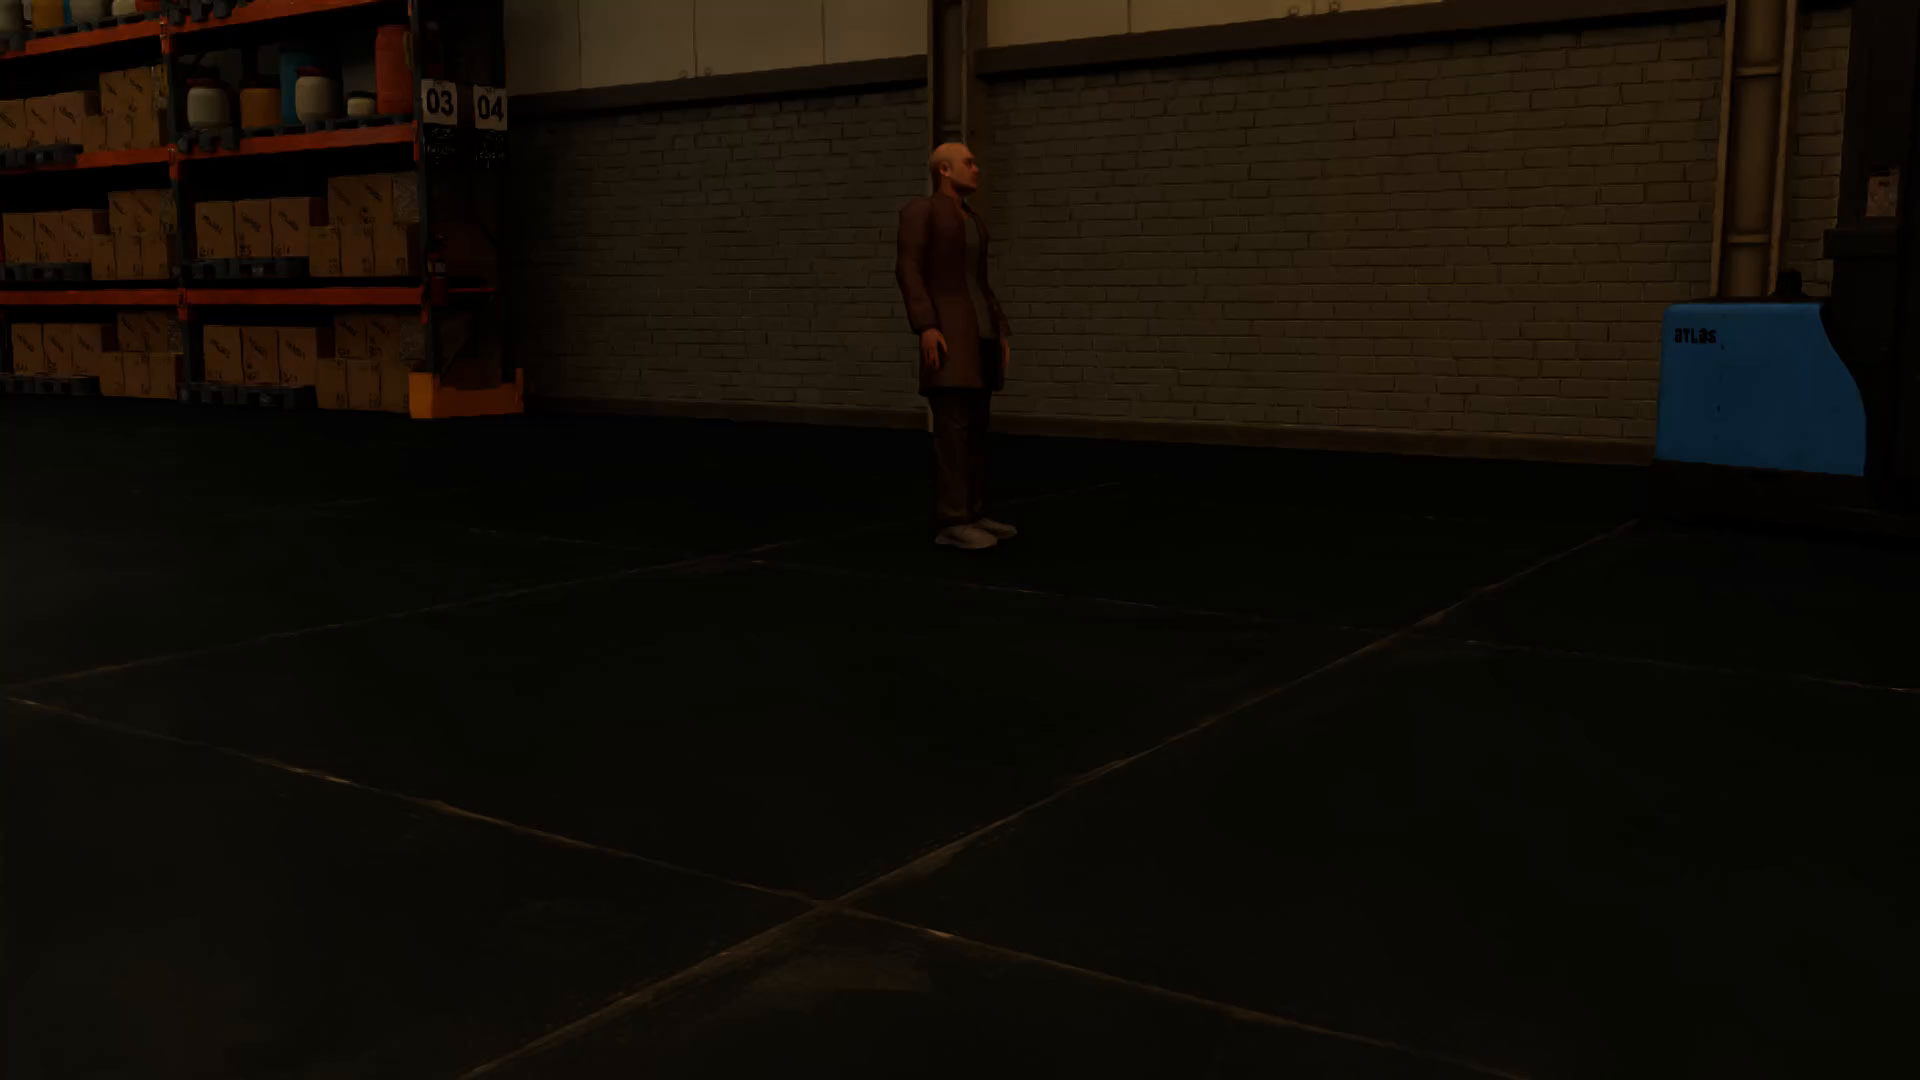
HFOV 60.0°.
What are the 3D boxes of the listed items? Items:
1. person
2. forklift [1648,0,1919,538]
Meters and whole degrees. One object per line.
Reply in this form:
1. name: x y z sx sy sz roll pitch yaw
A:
1. person: 0.073 -0.879 7.423 0.580 1.776 0.694 5 10 34
2. forklift: 4.684 -1.415 7.143 1.130 2.935 3.031 -6 10 -36
